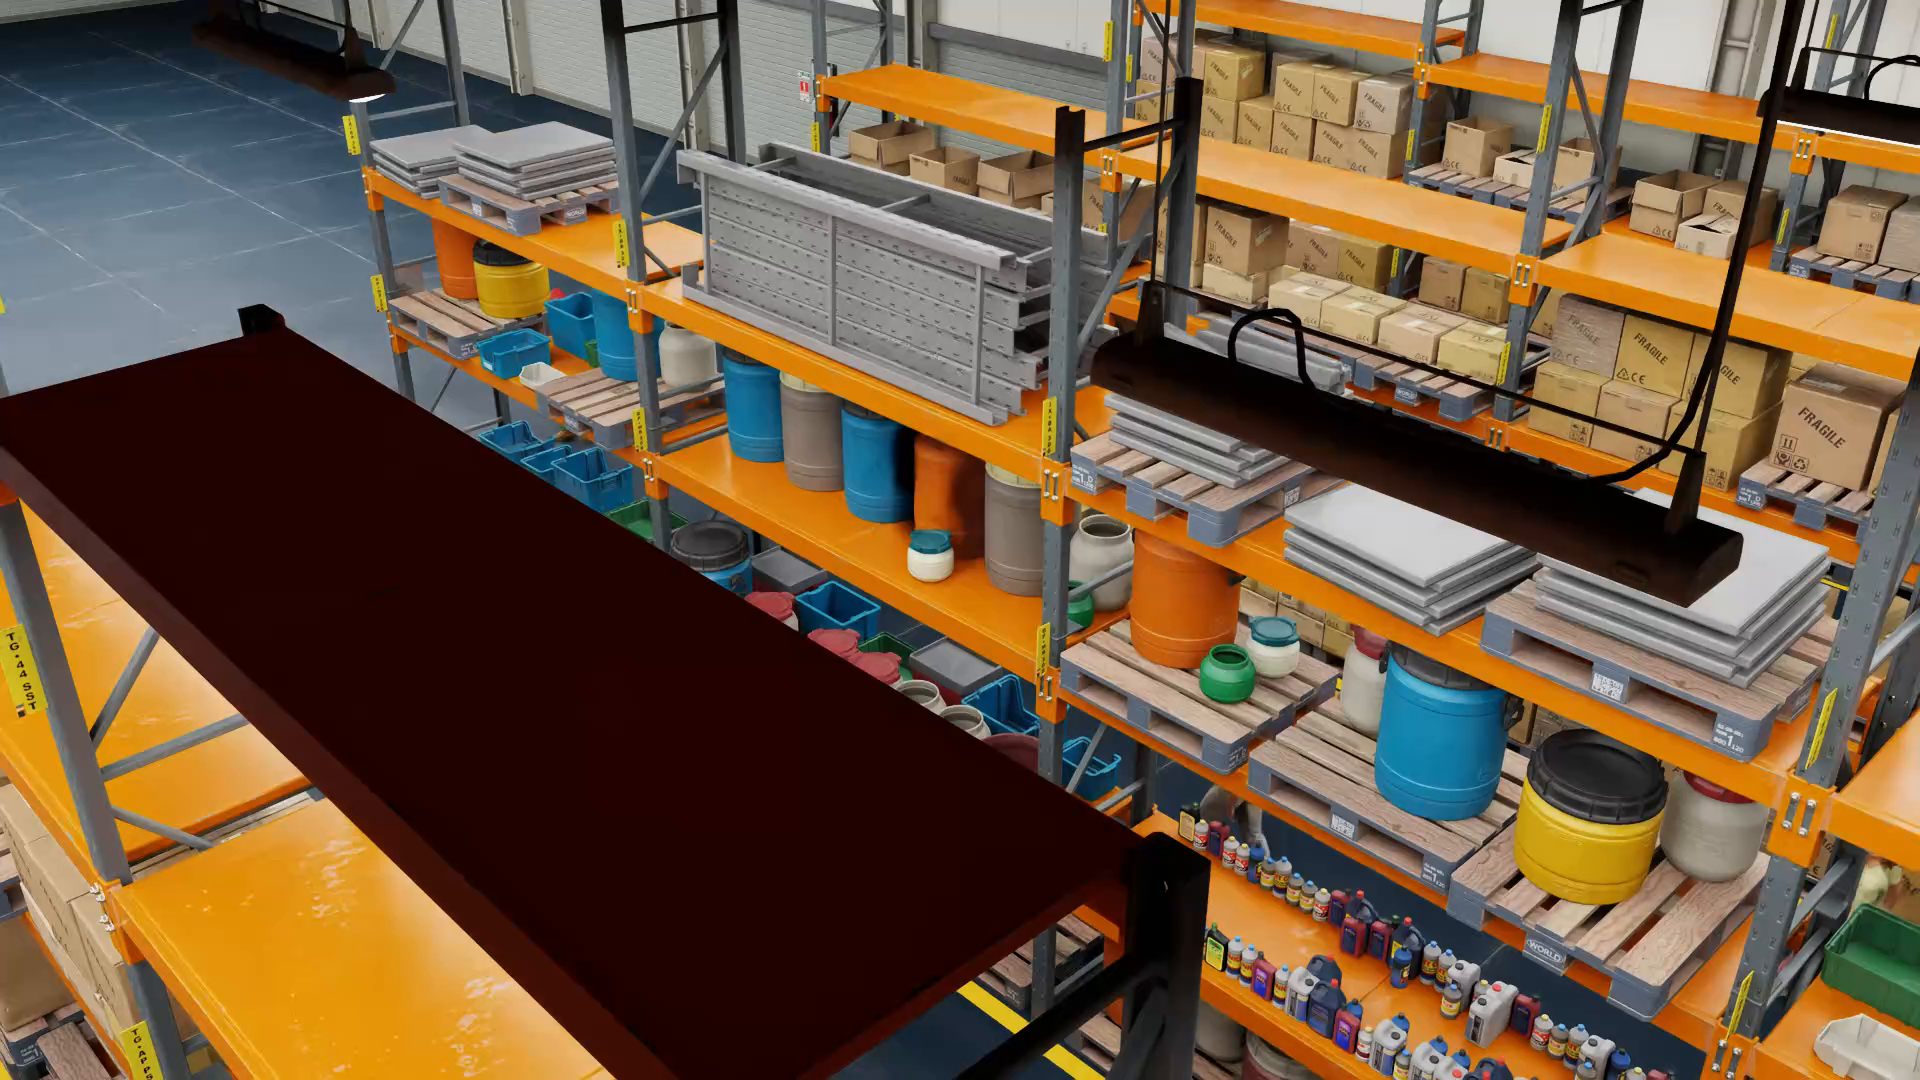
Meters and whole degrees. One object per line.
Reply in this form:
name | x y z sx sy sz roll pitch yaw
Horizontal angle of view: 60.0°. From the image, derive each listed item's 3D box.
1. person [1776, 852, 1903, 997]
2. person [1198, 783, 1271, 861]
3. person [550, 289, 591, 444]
person | 5.653 2.463 10.563 0.582 1.652 0.973 -24 36 -37
person | 1.929 1.730 11.691 0.437 1.610 0.970 -20 34 -33
person | -4.448 -1.961 18.648 0.648 1.799 0.424 16 32 27
